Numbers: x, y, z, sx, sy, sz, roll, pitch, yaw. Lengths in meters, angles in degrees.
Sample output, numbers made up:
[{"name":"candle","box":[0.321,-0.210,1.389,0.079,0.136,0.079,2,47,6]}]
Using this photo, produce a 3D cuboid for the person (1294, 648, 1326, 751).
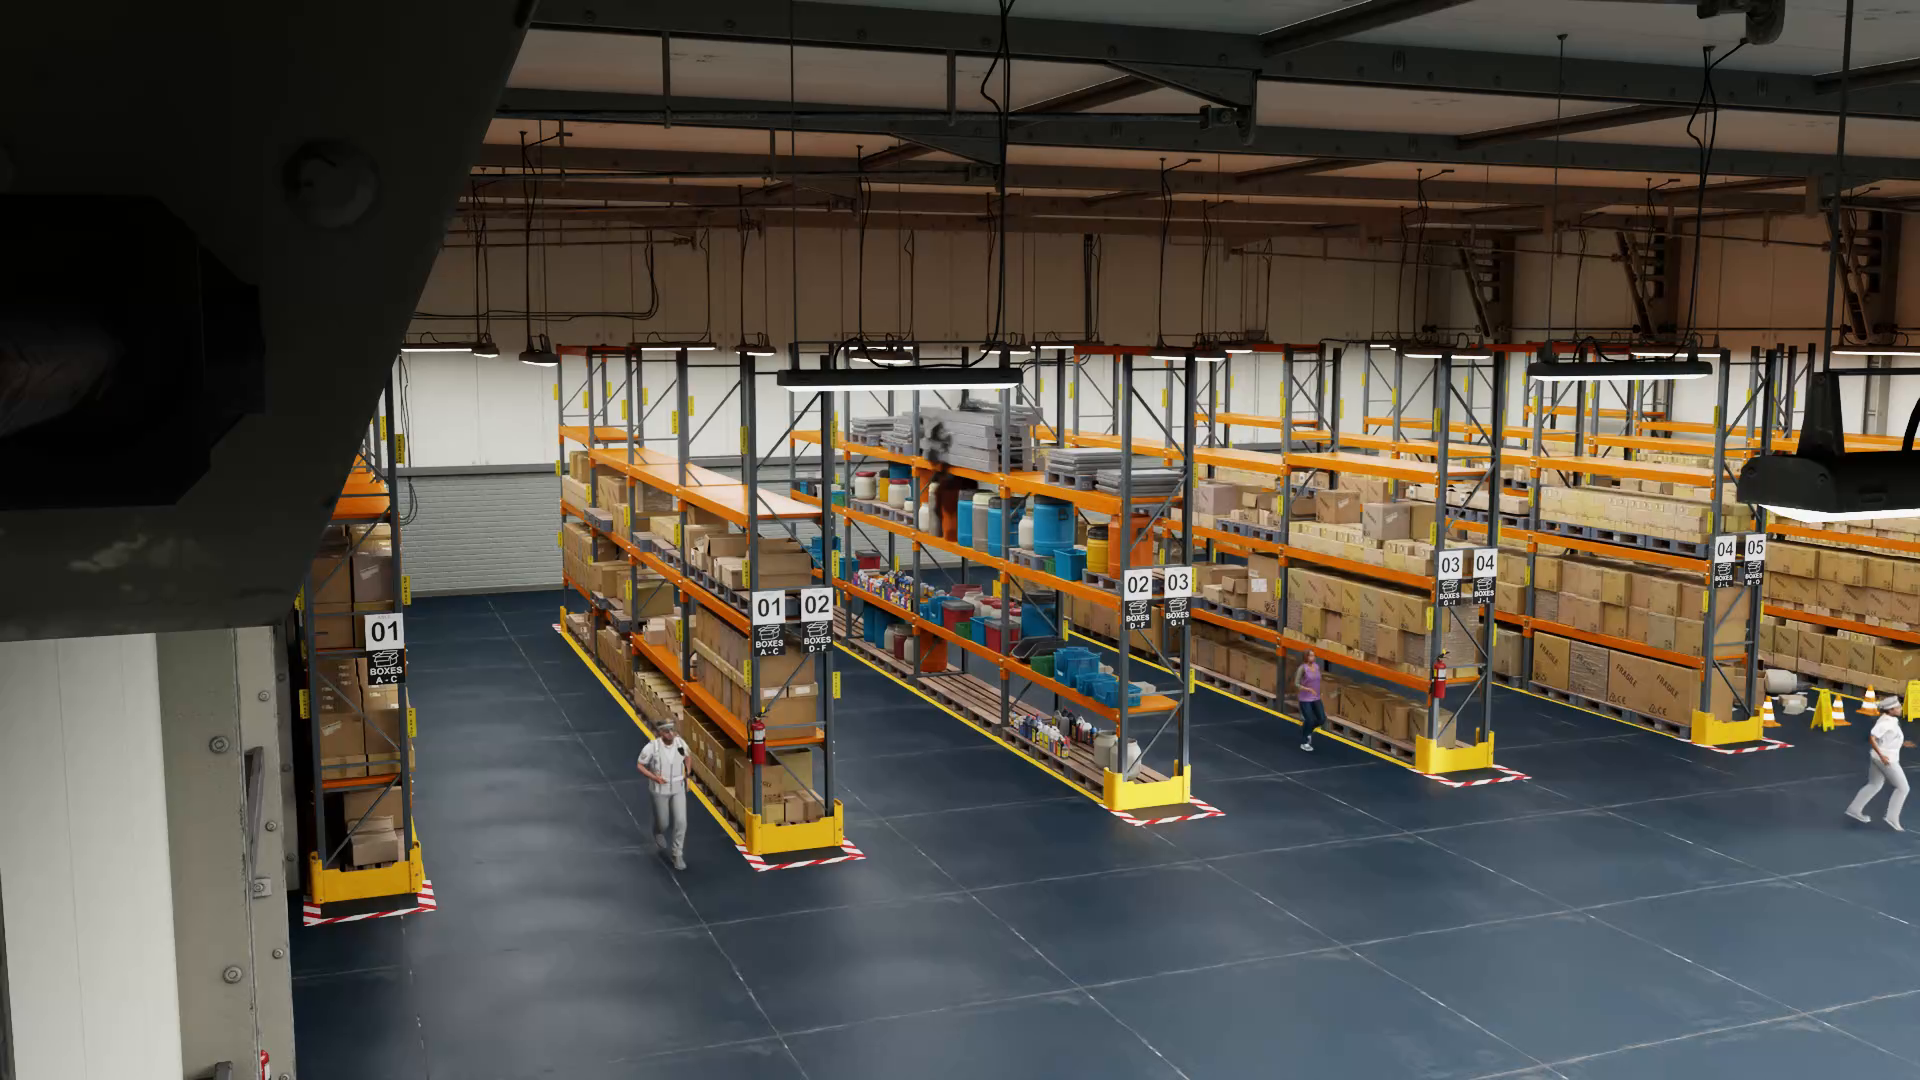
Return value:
[{"name":"person","box":[5.264,2.398,24.917,0.527,1.555,0.543,-4,8,-26]}]

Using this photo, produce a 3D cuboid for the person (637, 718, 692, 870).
[{"name":"person","box":[-3.491,2.969,19.807,0.701,1.788,0.849,-3,8,-25]}]

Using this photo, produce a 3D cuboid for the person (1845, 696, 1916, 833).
[{"name":"person","box":[11.704,2.828,21.114,0.736,1.759,0.555,2,8,18]}]

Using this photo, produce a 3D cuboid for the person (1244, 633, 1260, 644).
[{"name":"person","box":[5.753,1.352,32.539,0.667,1.699,0.915,-3,8,-21]}]
